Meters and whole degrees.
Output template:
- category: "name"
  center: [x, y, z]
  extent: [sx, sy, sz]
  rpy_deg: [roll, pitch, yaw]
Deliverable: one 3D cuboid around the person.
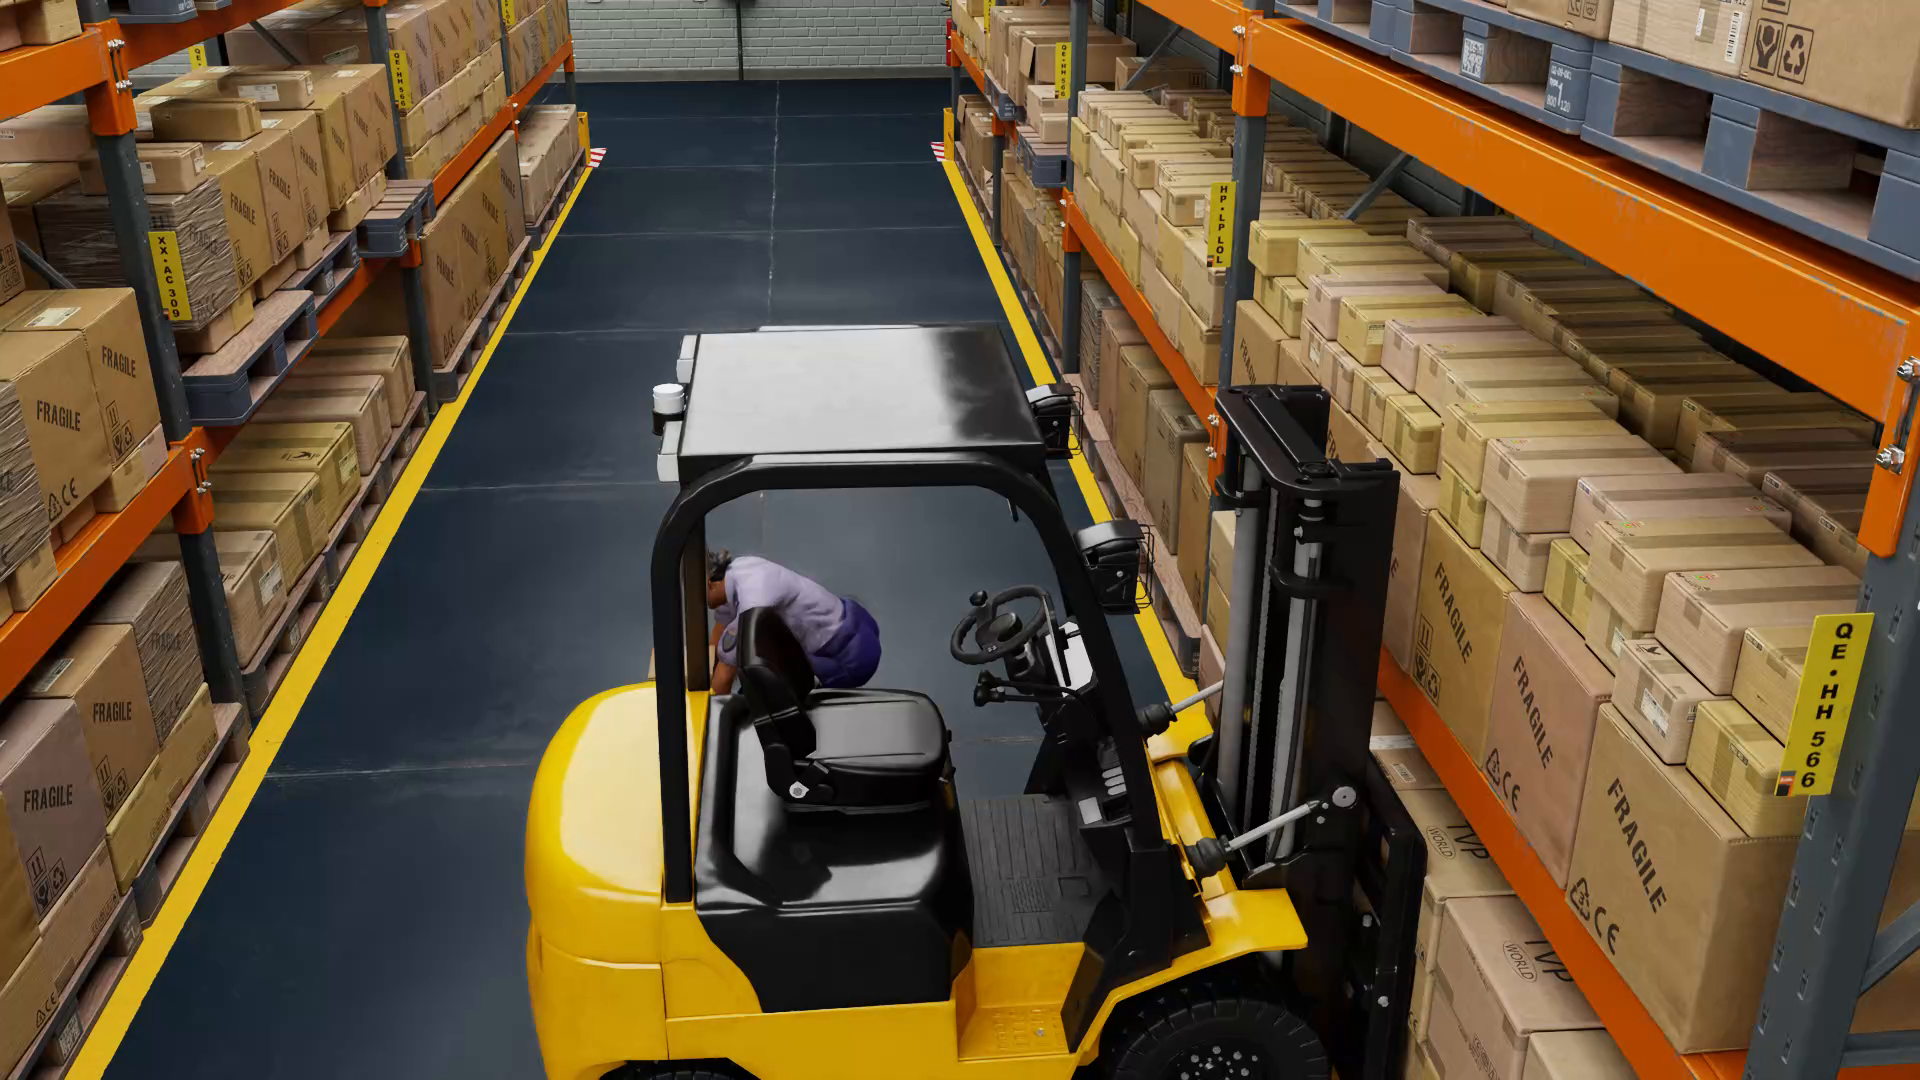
- category: "person"
  center: [-0.719, 0.442, 6.474]
  extent: [0.825, 0.965, 0.525]
  rpy_deg: [-2, 24, -5]
